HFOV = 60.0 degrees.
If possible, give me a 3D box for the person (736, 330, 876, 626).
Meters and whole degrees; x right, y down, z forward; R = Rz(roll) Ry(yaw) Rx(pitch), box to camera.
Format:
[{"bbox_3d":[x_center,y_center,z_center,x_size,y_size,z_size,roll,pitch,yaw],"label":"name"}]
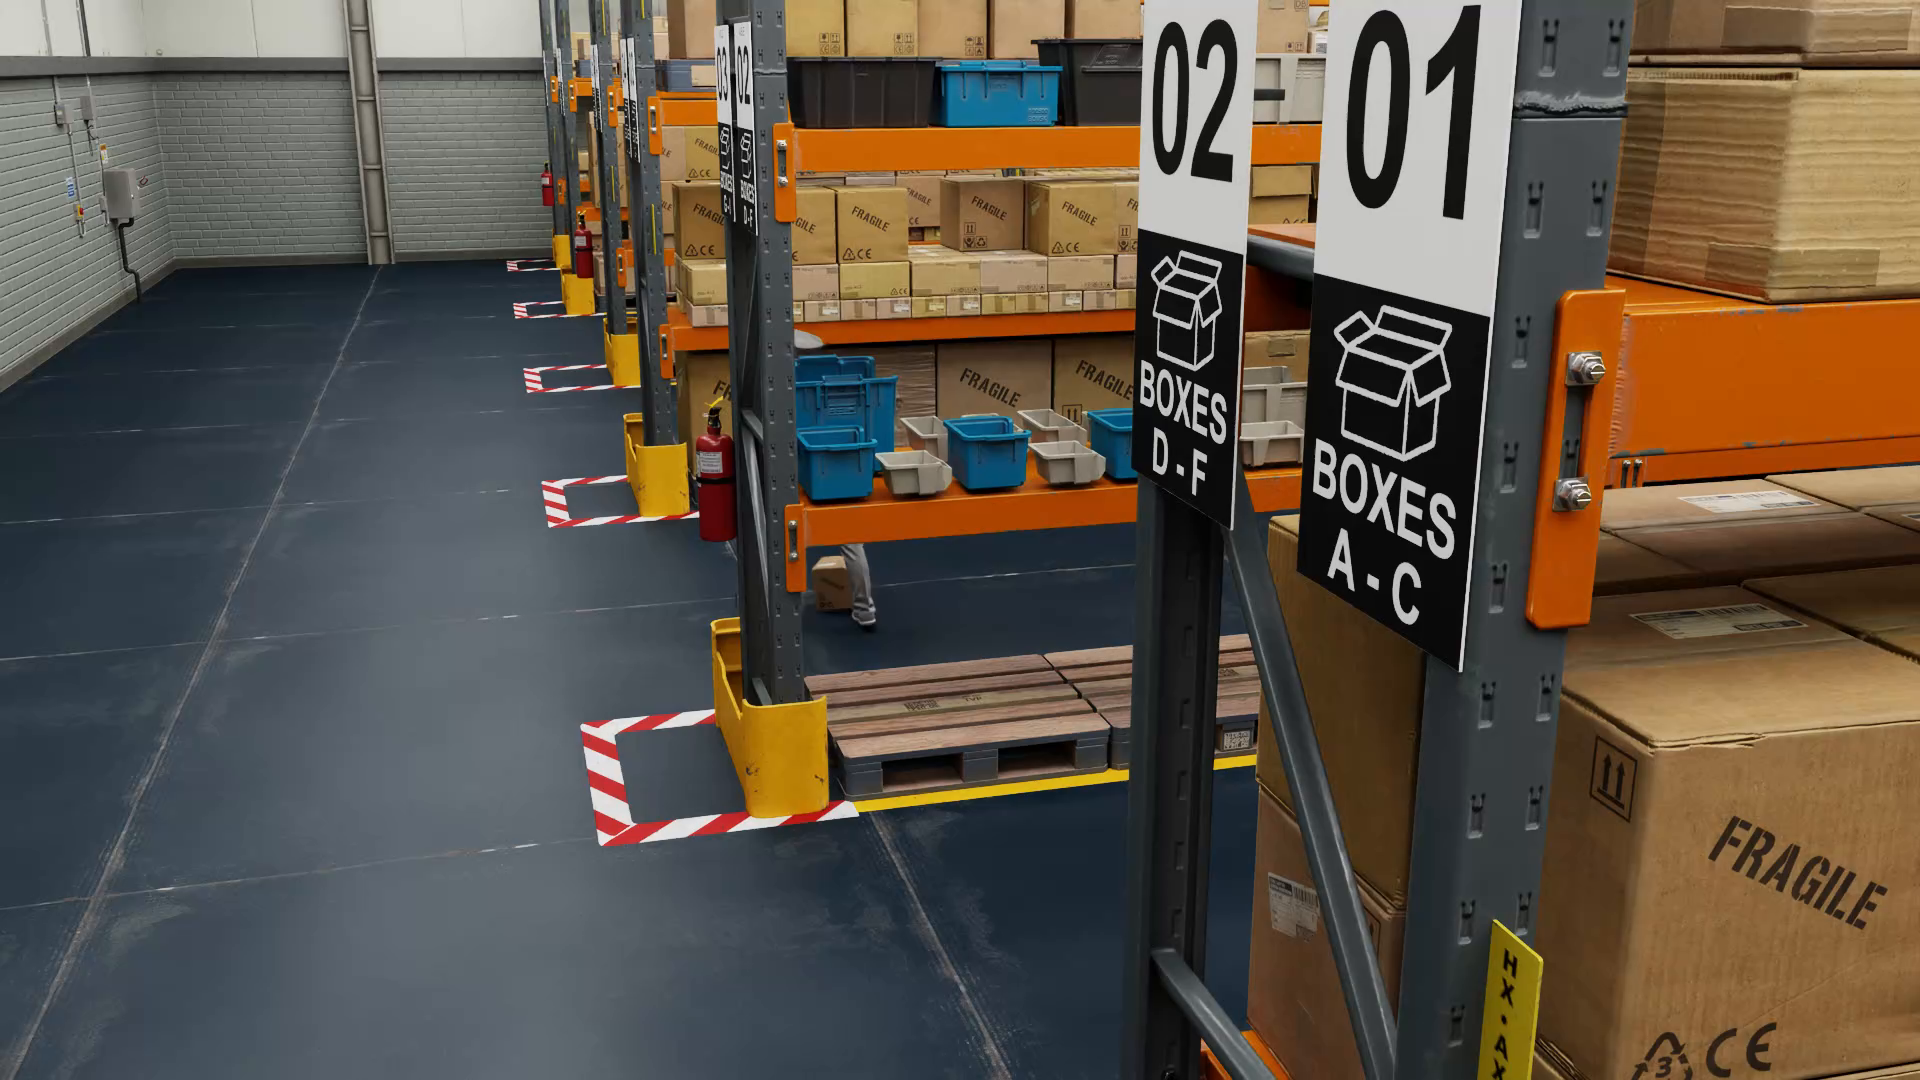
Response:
[{"bbox_3d":[-0.822,-0.340,9.237,0.631,1.618,0.769,-13,20,-37],"label":"person"}]
